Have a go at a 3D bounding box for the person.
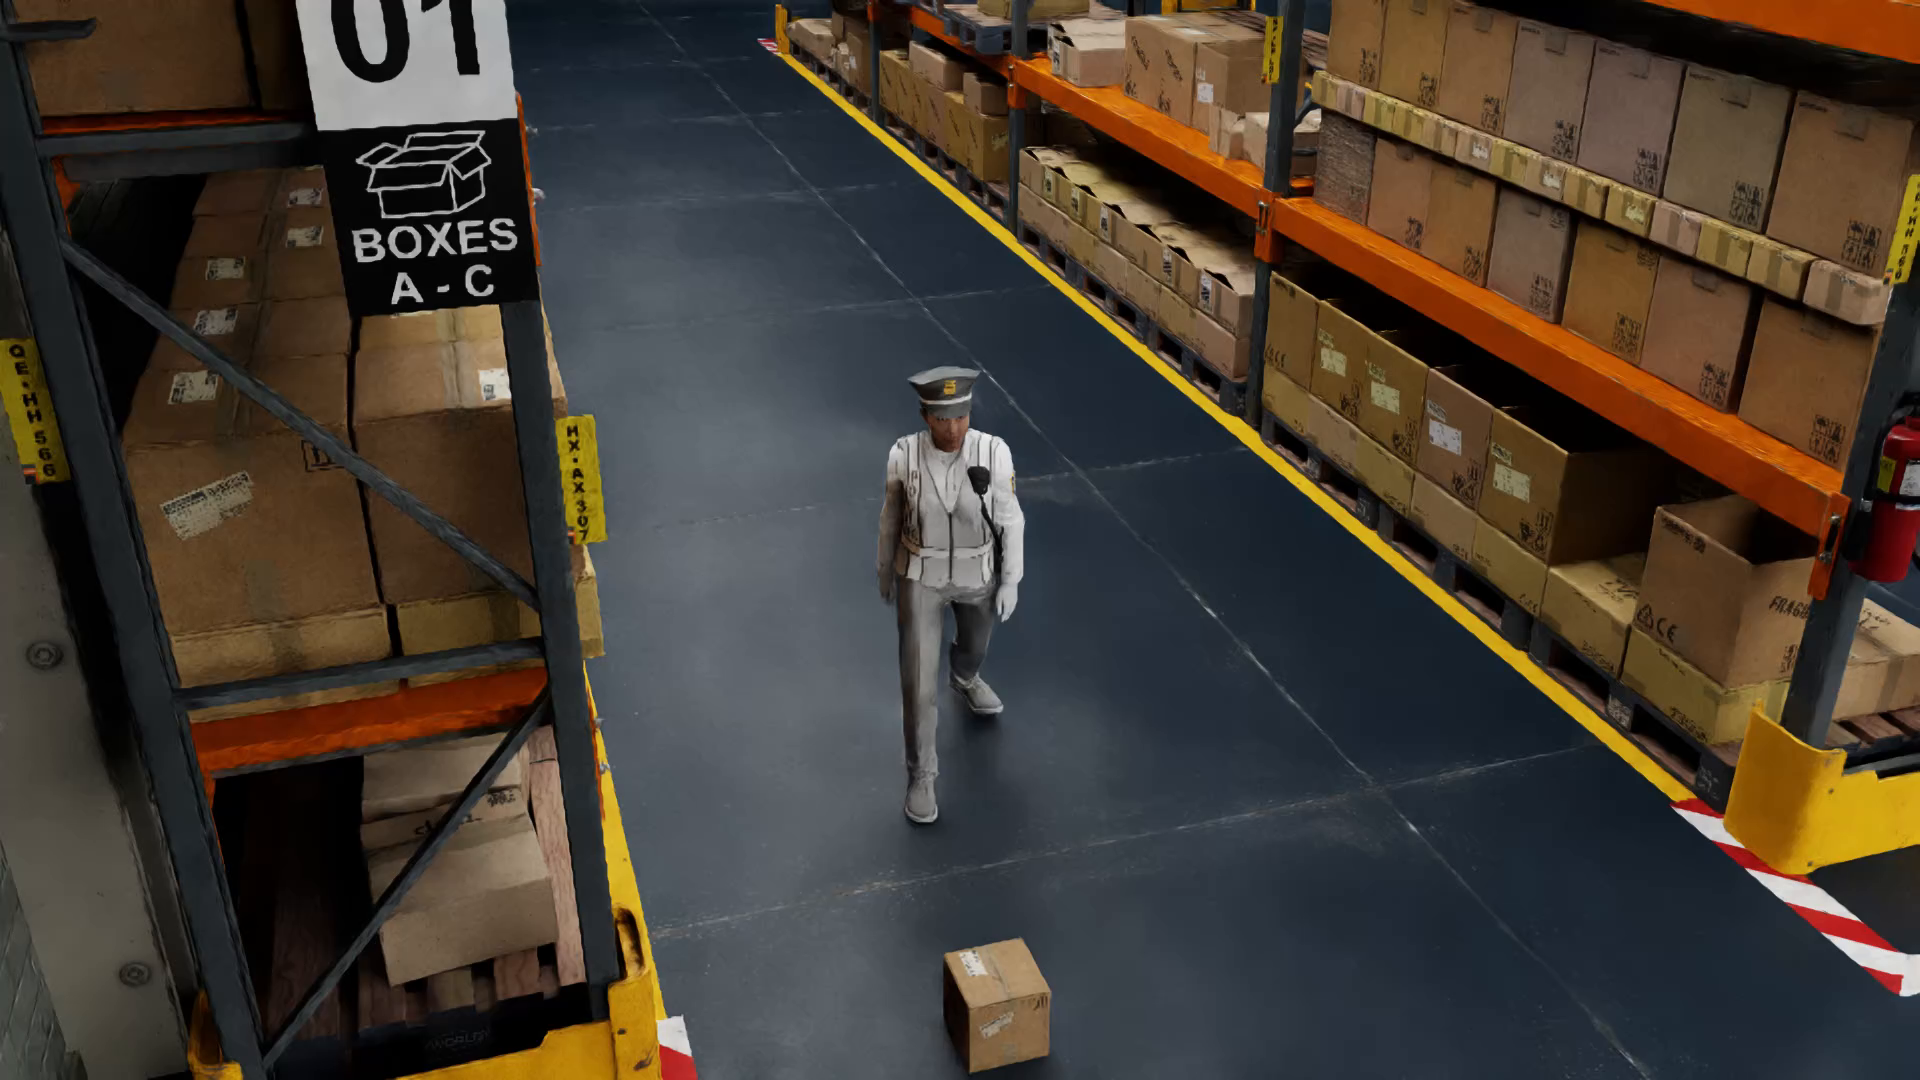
[{"bbox_3d":[-0.026,-0.229,5.684,0.367,0.814,0.358,-3,27,-6],"label":"person"}]
